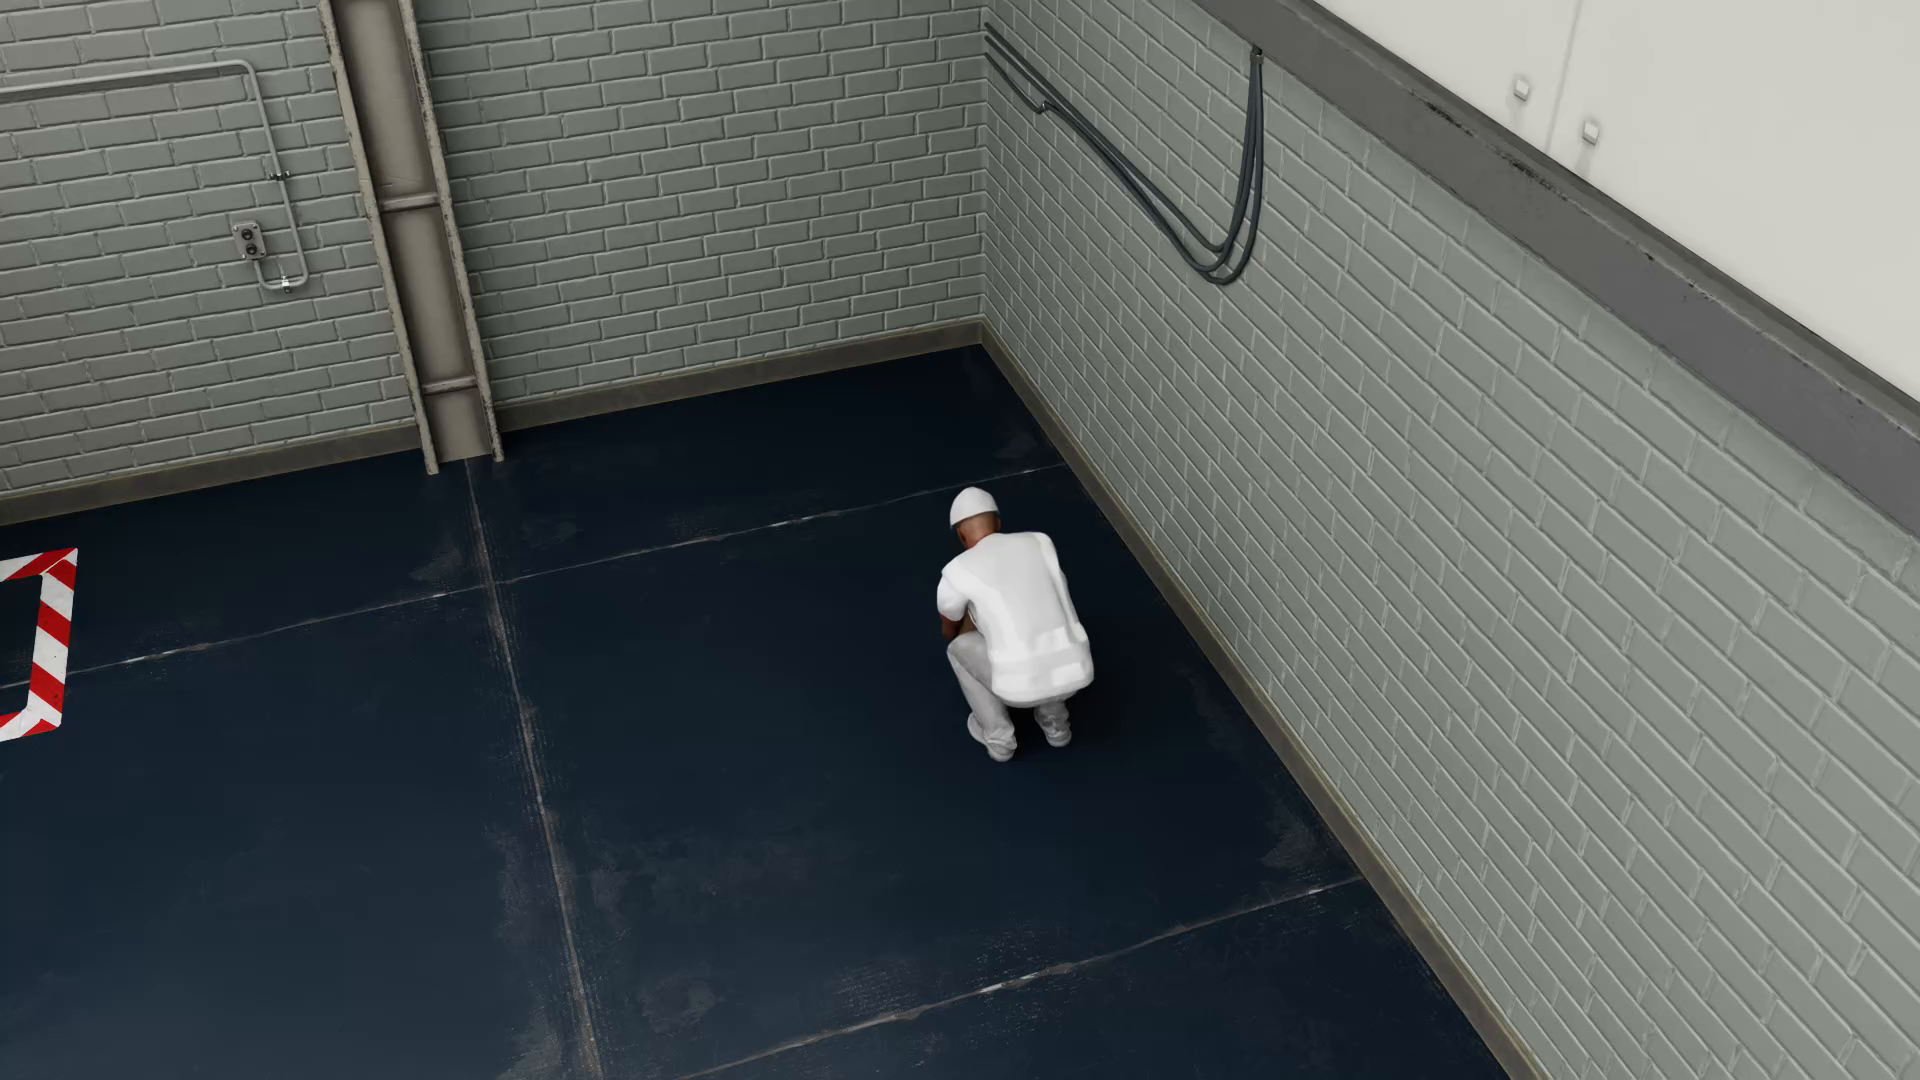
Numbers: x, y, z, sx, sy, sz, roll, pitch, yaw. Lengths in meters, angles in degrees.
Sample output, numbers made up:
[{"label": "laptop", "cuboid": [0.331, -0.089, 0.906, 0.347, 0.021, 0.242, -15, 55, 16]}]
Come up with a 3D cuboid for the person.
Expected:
[{"label": "person", "cuboid": [0.184, 0.353, 6.936, 0.544, 1.008, 0.908, -13, 39, -17]}]
